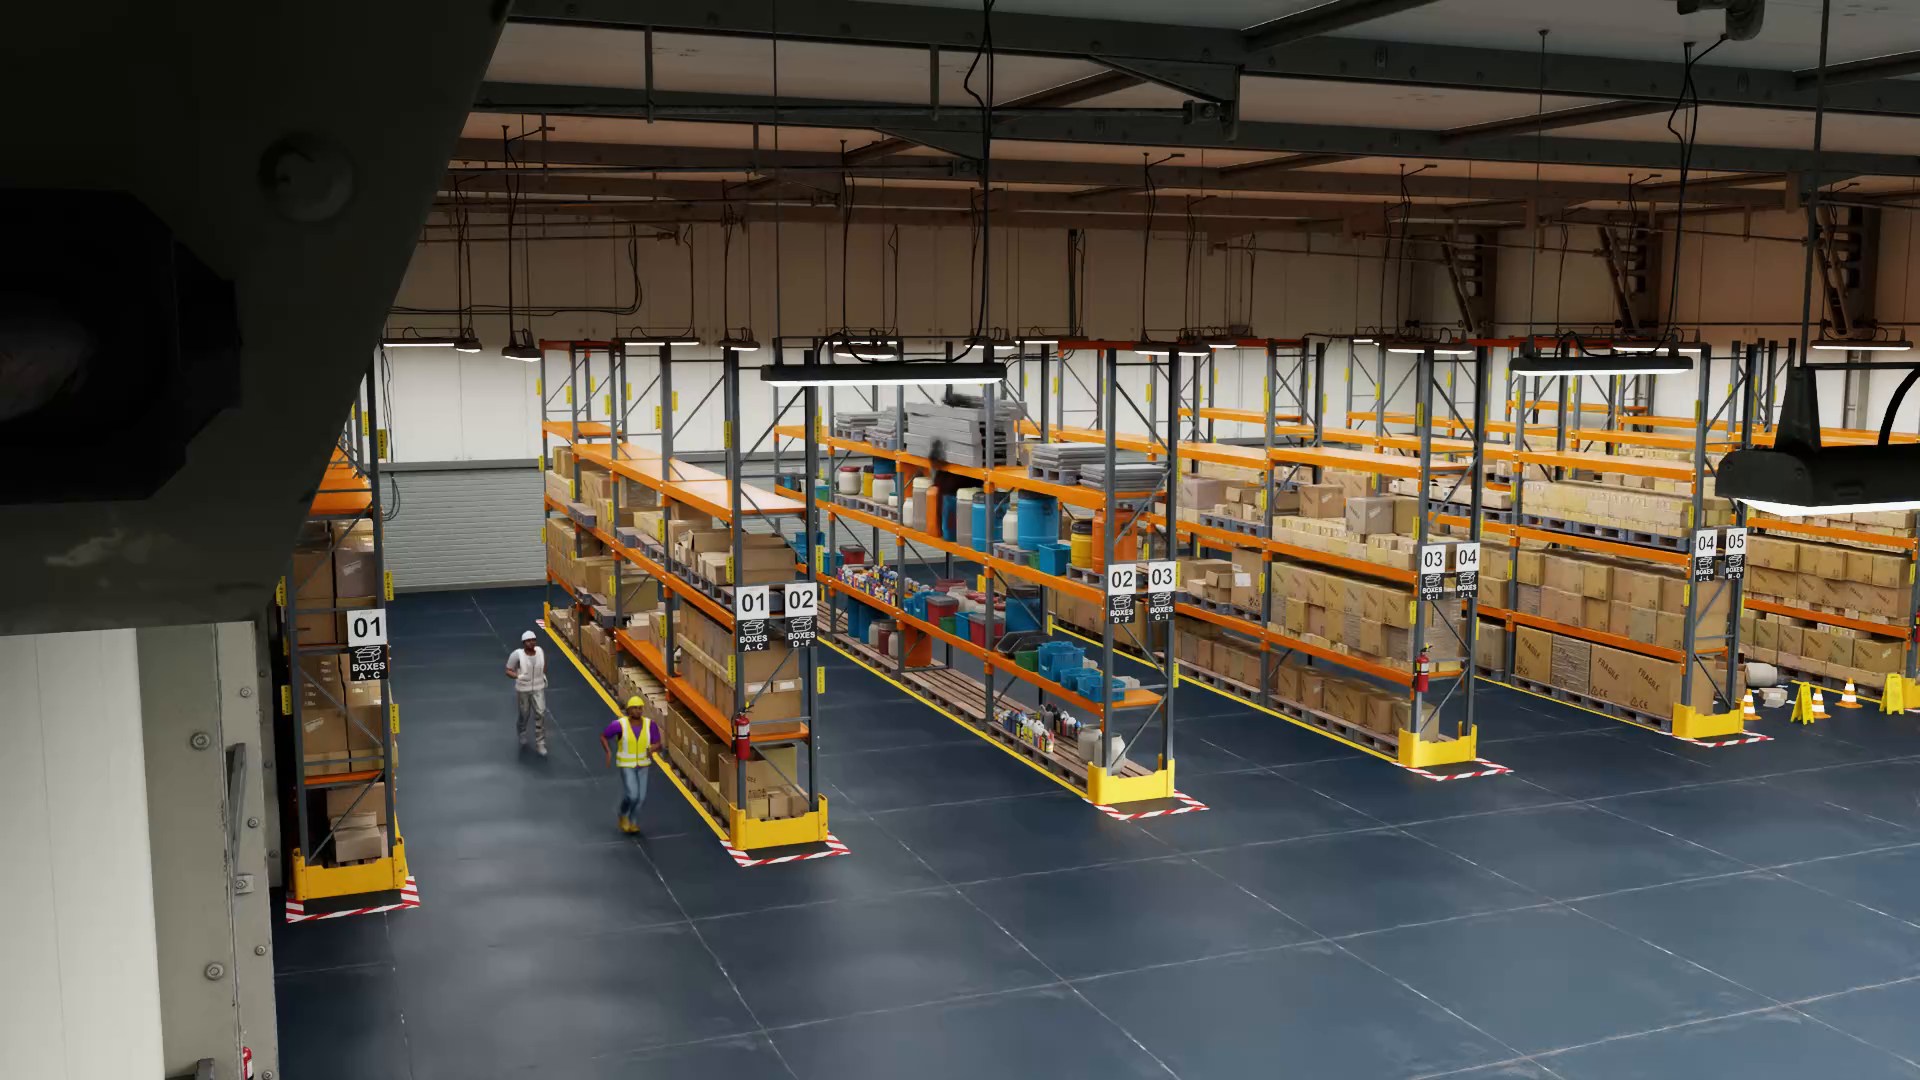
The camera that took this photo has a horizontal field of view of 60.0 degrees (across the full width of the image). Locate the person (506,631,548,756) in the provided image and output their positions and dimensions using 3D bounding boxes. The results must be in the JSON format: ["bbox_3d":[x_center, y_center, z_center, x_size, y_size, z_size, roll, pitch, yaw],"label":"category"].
[{"bbox_3d":[-6.405,2.236,24.686,0.667,1.804,0.901,-4,8,-29],"label":"person"}]

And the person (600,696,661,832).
[{"bbox_3d":[-4.027,2.793,20.613,0.695,1.718,0.628,-4,9,-31],"label":"person"}]

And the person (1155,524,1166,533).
[{"bbox_3d":[4.745,0.099,41.524,0.650,1.685,0.758,-1,7,-7],"label":"person"}]
